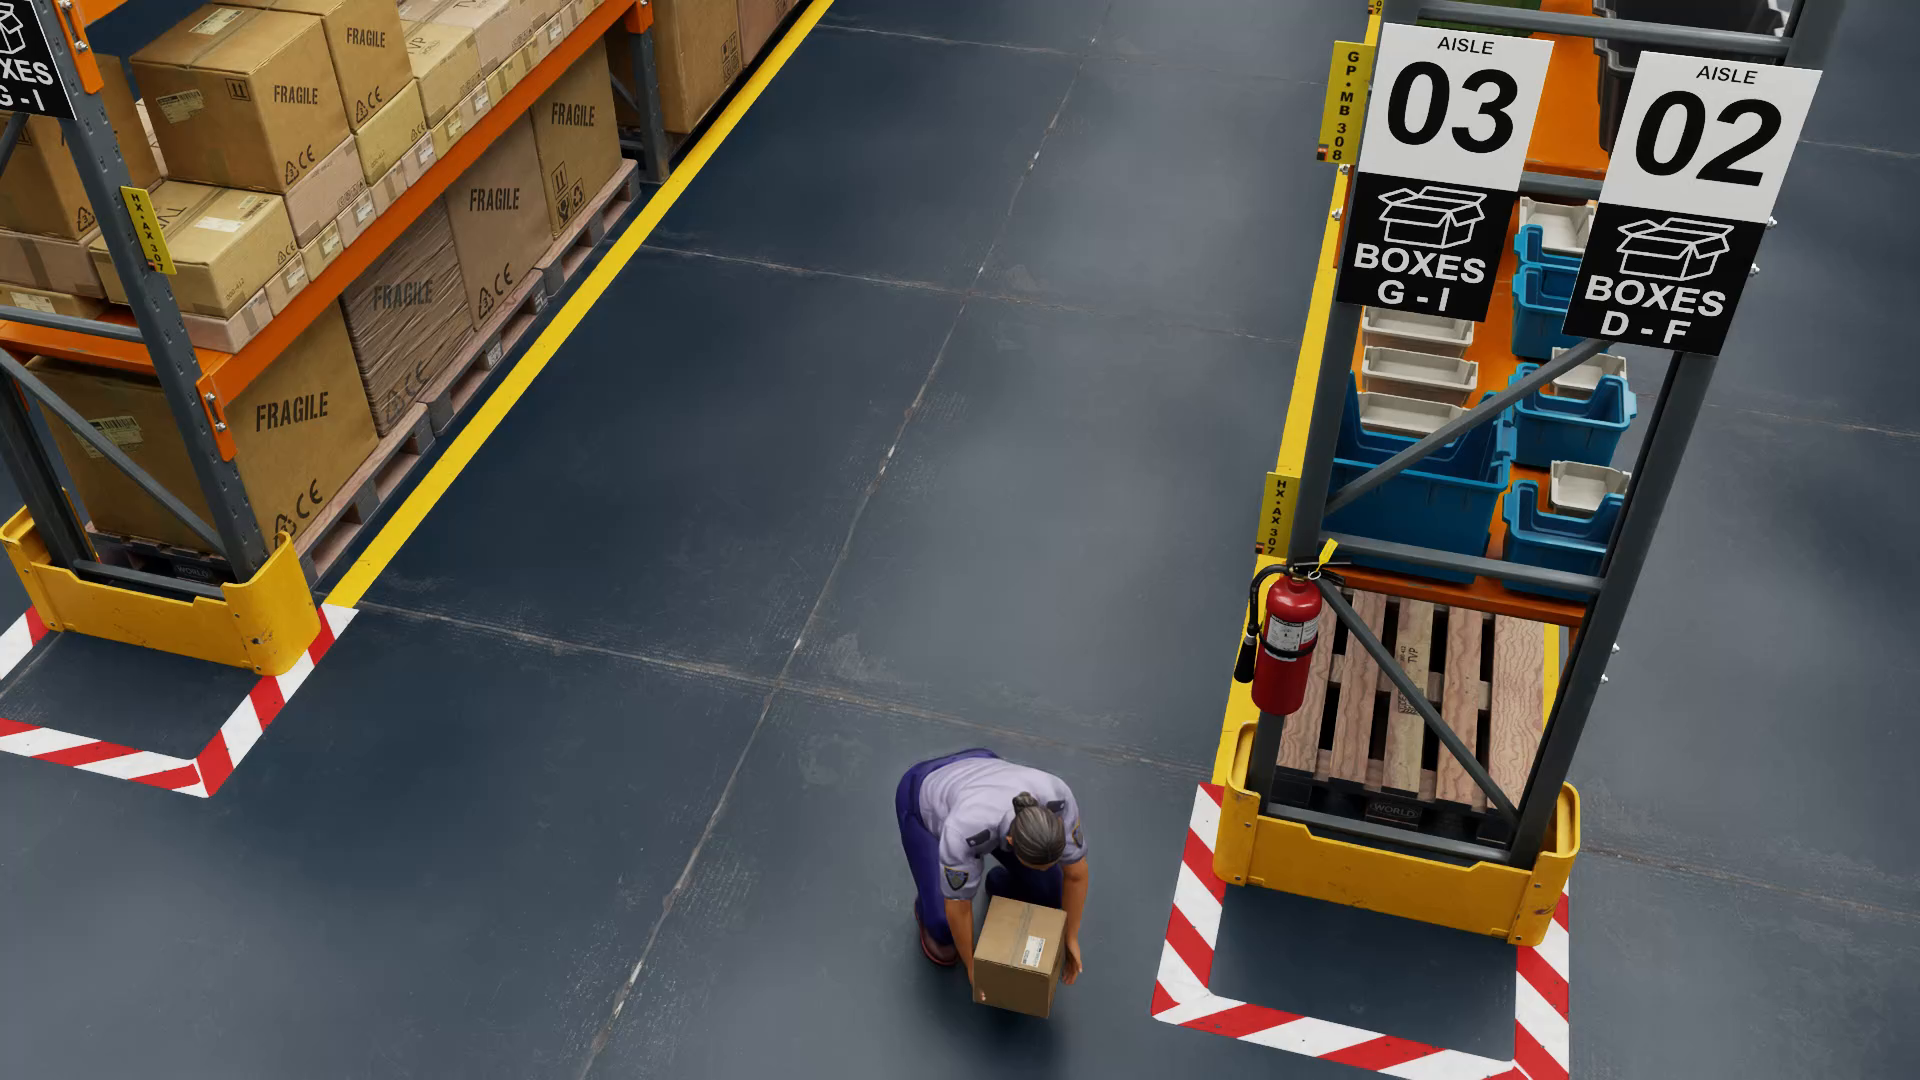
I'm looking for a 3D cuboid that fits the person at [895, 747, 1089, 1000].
[{"bbox_3d":[0.101,1.029,5.495,0.529,0.998,0.795,-13,43,-15],"label":"person"}]
